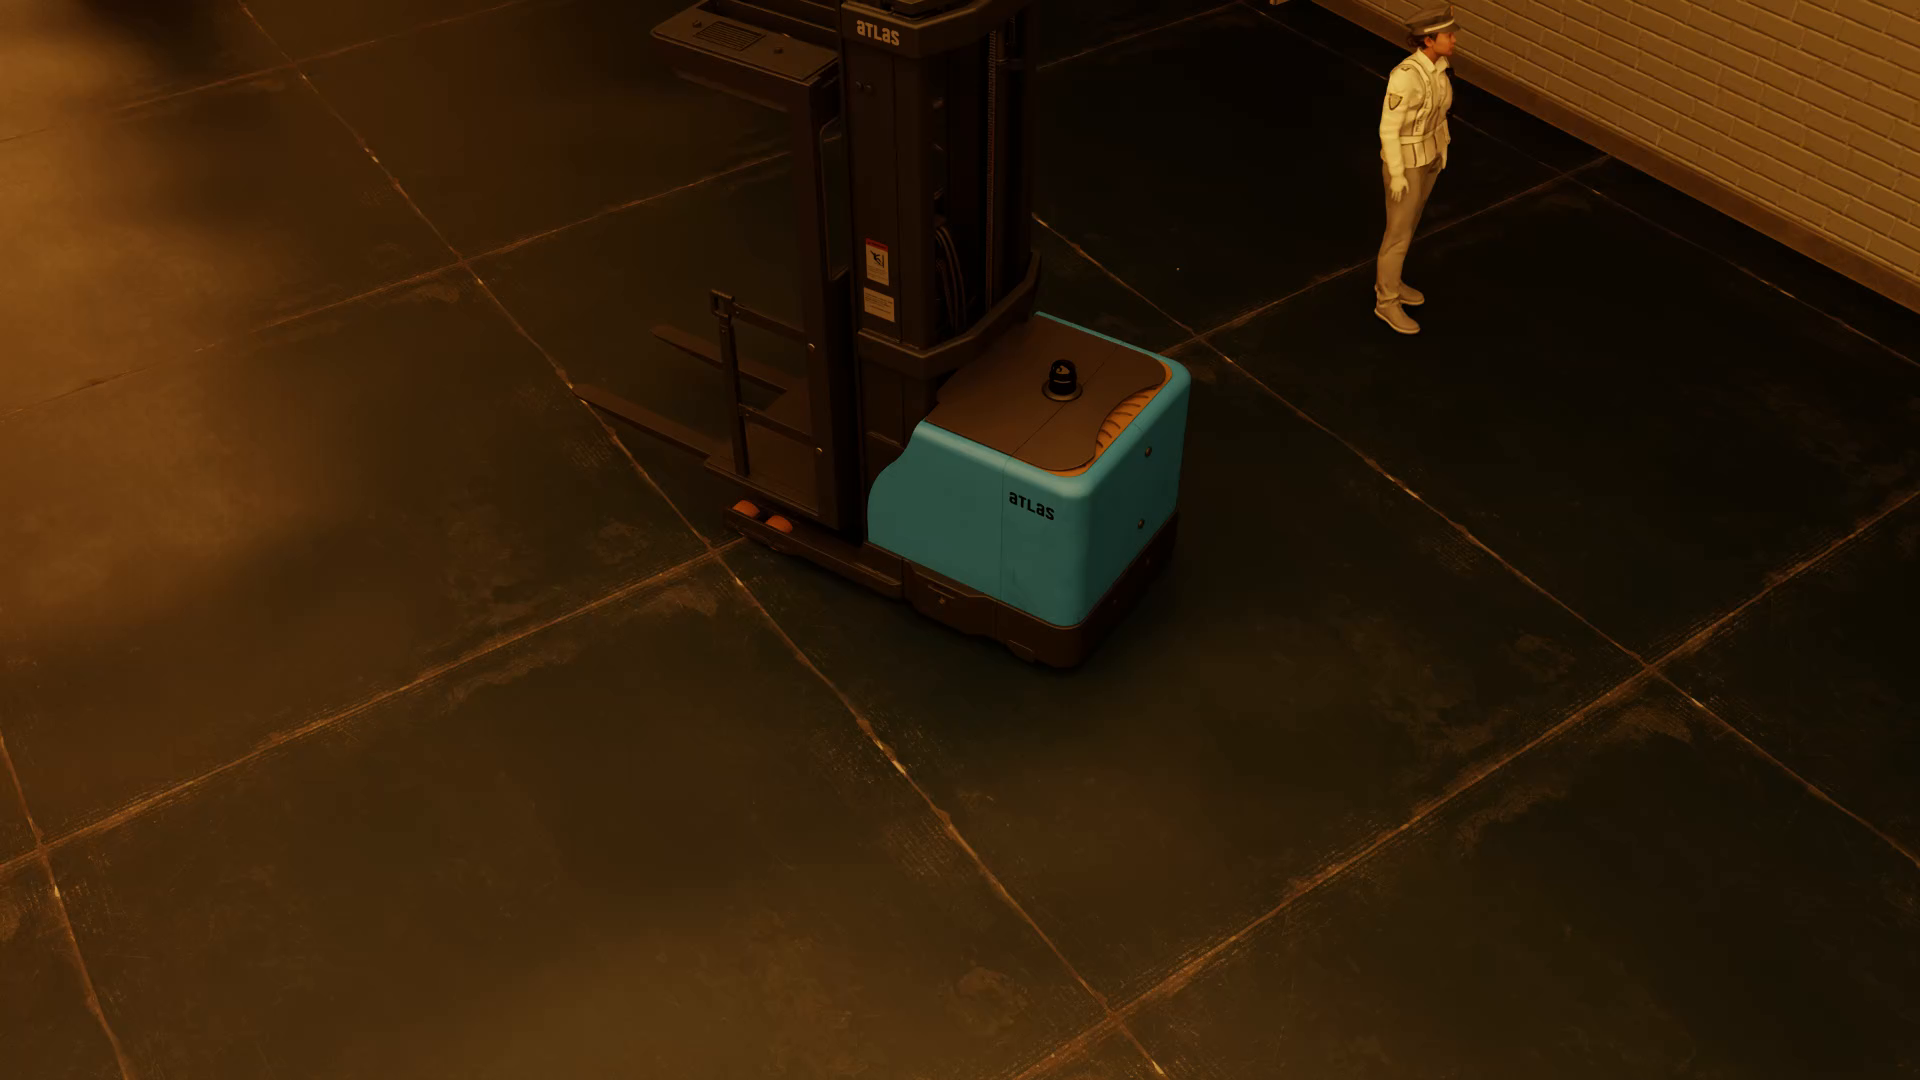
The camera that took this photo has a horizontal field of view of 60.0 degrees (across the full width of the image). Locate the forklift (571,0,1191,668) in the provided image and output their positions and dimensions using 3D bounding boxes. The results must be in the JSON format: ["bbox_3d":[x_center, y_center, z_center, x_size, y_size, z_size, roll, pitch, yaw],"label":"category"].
[{"bbox_3d":[-0.511,-1.302,7.129,3.031,2.935,1.130,24,48,24],"label":"forklift"}]

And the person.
[{"bbox_3d":[2.448,-1.983,8.768,0.534,1.694,0.584,30,50,28],"label":"person"}]
